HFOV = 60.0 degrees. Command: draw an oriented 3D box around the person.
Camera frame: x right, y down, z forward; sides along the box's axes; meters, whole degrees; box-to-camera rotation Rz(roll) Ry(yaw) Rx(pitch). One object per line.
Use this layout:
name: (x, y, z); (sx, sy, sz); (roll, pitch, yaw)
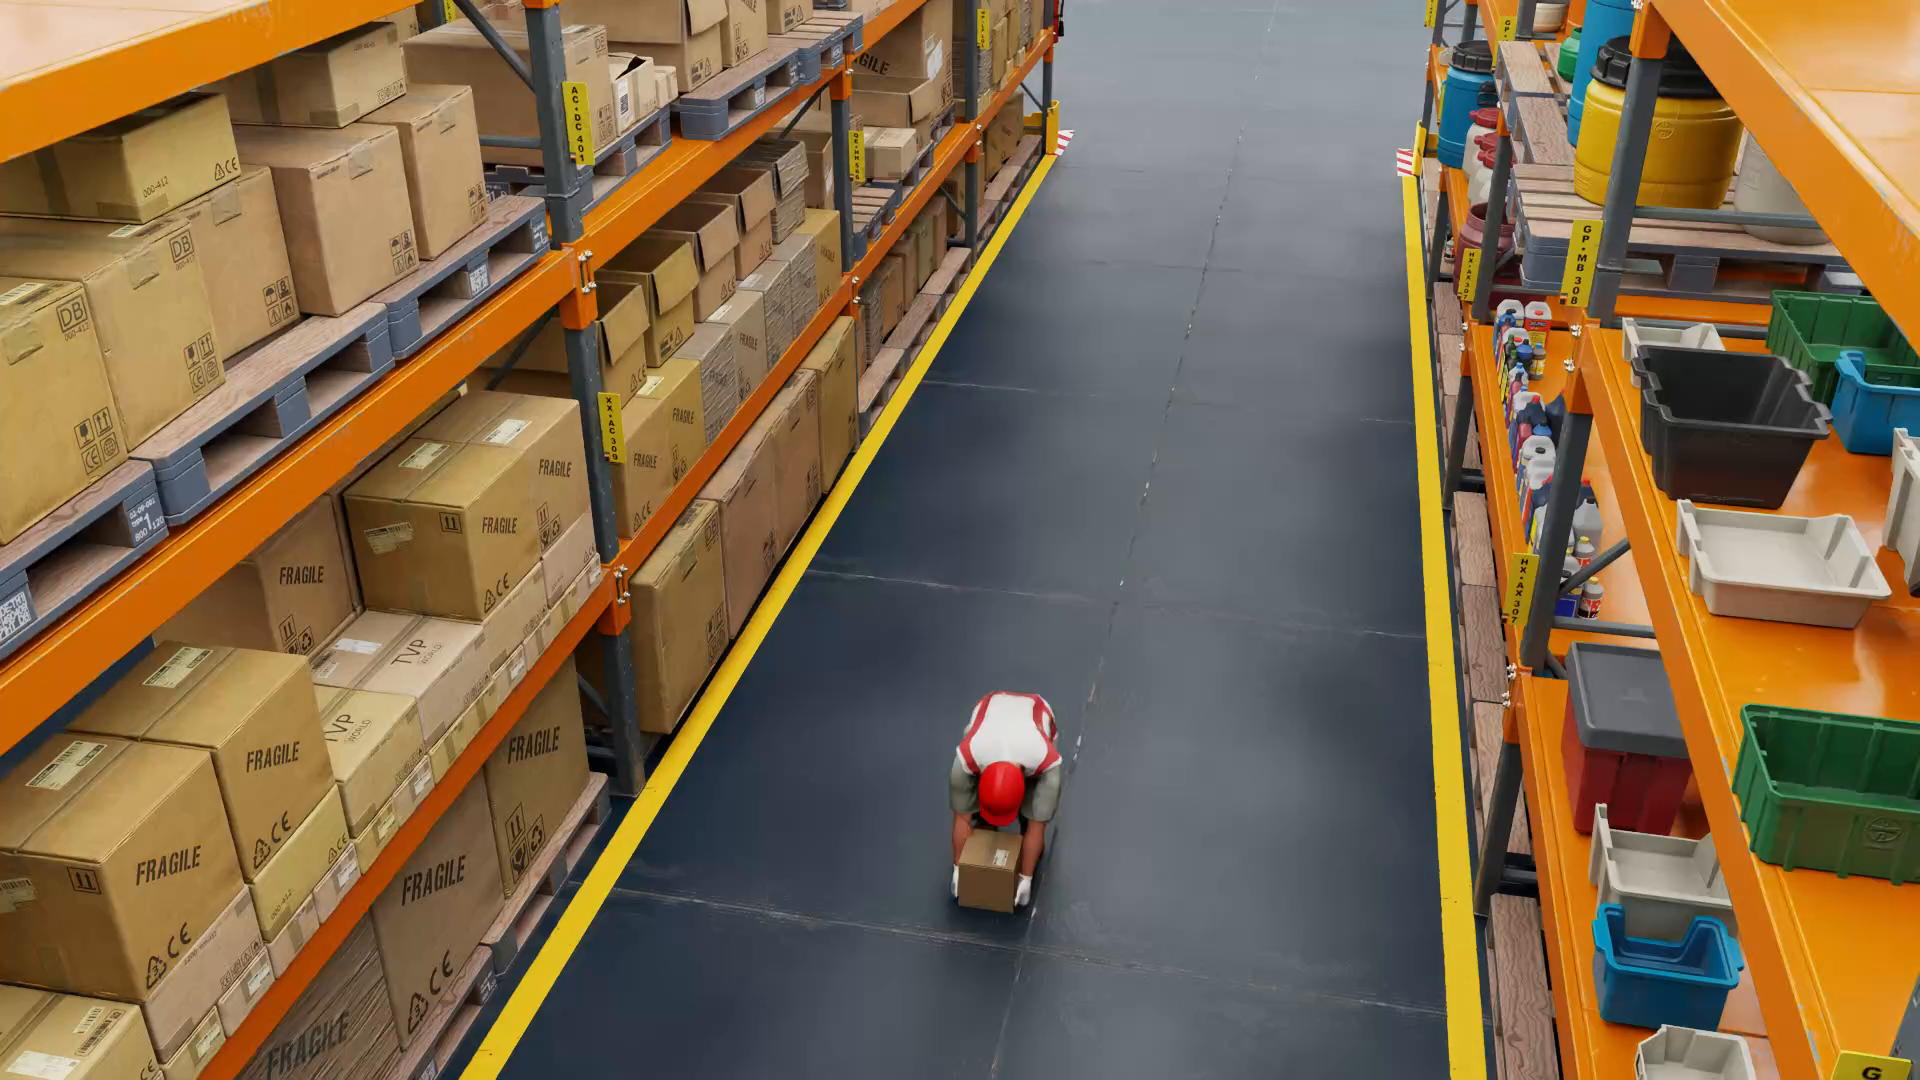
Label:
person: (0.210, 1.145, 7.590); (0.519, 0.801, 0.949); (5, 29, 9)
